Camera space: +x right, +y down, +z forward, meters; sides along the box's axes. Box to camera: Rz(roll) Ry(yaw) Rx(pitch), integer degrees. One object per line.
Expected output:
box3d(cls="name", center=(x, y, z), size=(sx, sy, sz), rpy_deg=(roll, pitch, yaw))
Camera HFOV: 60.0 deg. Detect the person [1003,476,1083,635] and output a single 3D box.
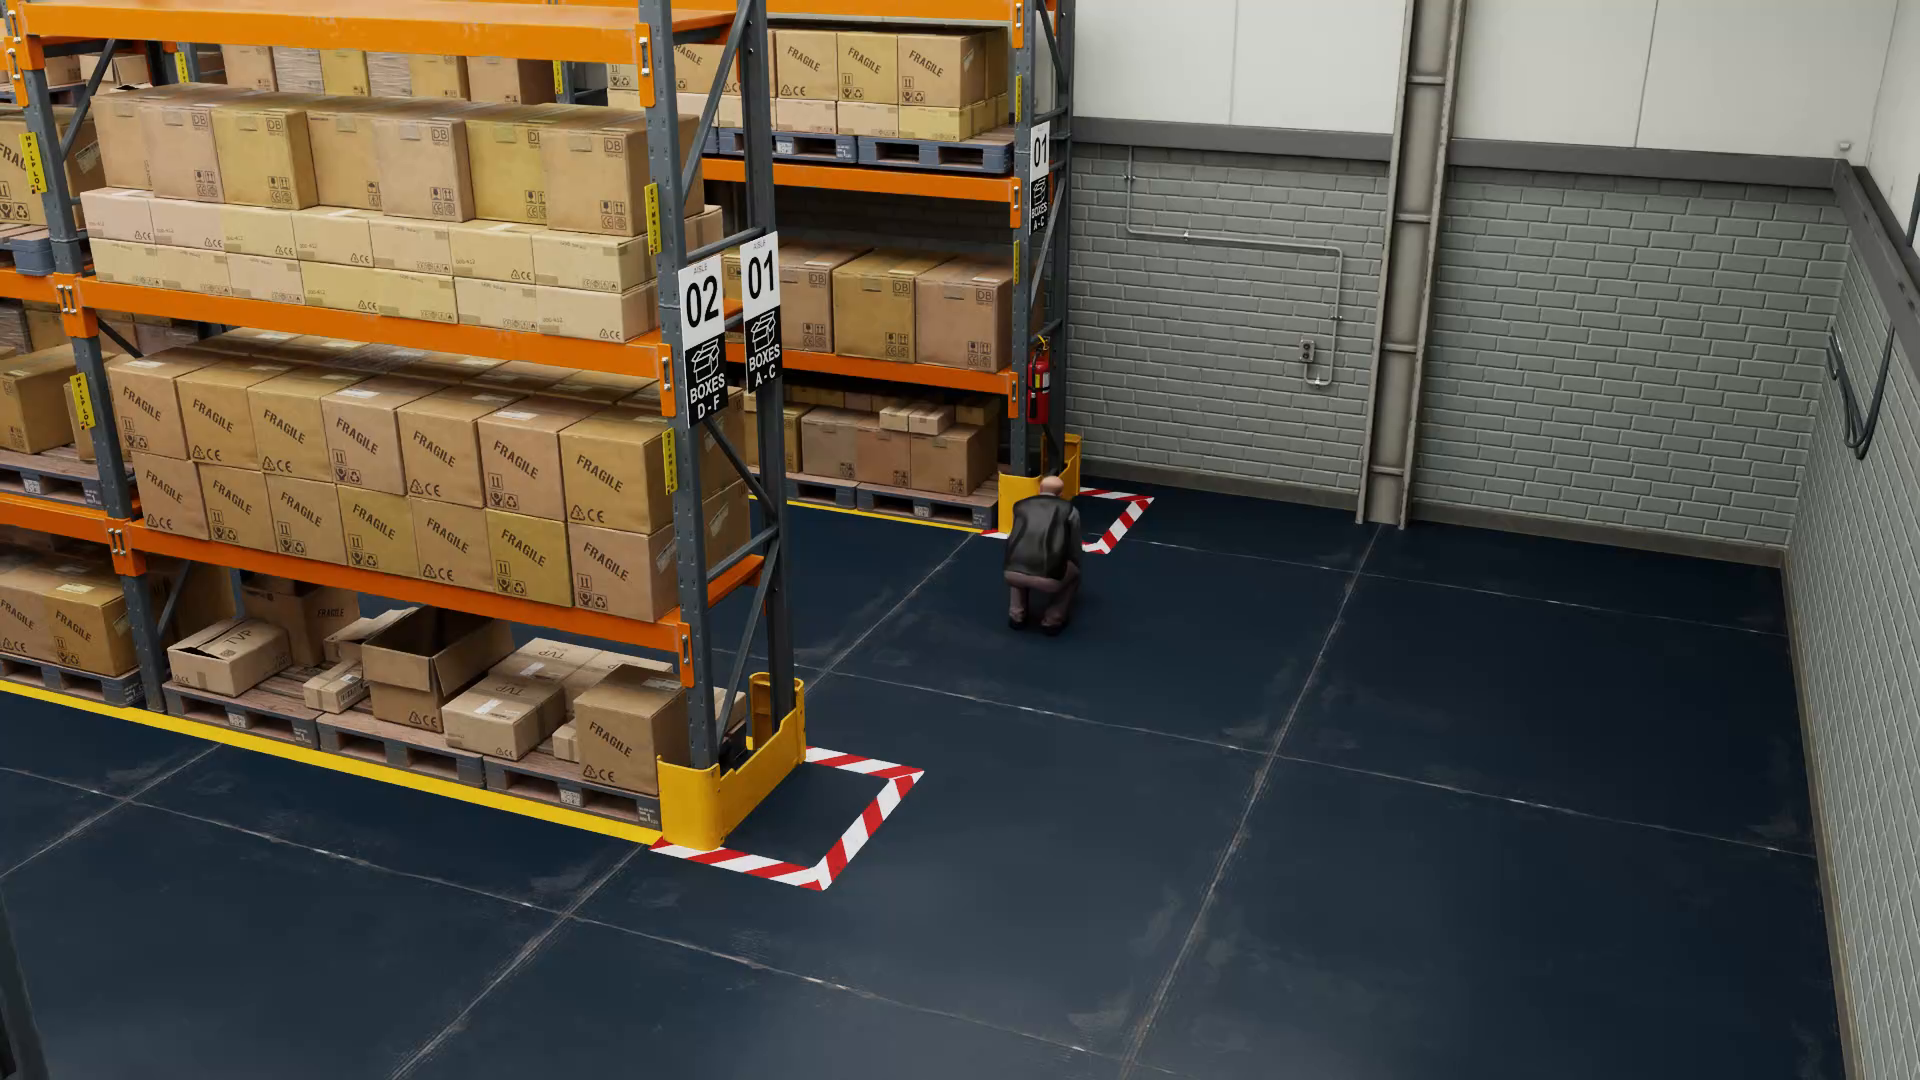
box3d(cls="person", center=(0.589, 0.108, 11.713), size=(0.516, 0.969, 0.883), rpy_deg=(8, 24, 19))
